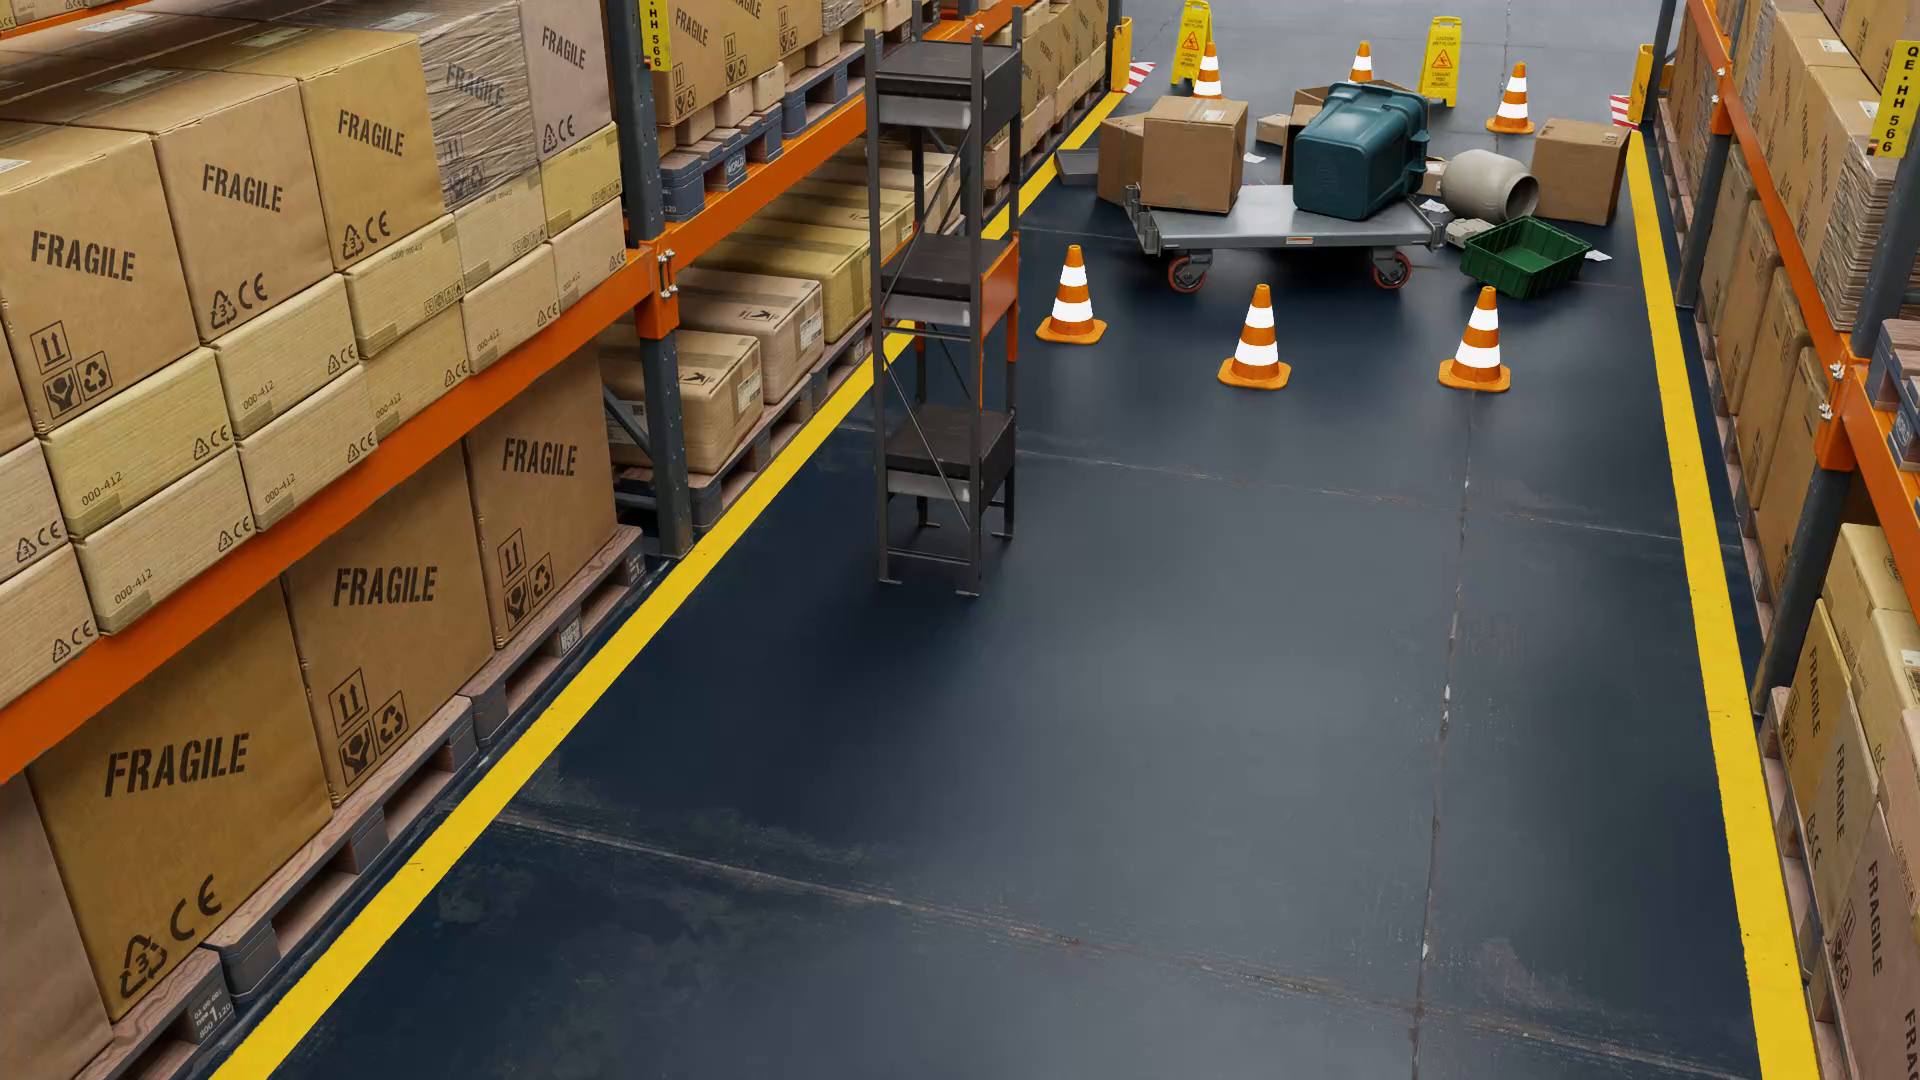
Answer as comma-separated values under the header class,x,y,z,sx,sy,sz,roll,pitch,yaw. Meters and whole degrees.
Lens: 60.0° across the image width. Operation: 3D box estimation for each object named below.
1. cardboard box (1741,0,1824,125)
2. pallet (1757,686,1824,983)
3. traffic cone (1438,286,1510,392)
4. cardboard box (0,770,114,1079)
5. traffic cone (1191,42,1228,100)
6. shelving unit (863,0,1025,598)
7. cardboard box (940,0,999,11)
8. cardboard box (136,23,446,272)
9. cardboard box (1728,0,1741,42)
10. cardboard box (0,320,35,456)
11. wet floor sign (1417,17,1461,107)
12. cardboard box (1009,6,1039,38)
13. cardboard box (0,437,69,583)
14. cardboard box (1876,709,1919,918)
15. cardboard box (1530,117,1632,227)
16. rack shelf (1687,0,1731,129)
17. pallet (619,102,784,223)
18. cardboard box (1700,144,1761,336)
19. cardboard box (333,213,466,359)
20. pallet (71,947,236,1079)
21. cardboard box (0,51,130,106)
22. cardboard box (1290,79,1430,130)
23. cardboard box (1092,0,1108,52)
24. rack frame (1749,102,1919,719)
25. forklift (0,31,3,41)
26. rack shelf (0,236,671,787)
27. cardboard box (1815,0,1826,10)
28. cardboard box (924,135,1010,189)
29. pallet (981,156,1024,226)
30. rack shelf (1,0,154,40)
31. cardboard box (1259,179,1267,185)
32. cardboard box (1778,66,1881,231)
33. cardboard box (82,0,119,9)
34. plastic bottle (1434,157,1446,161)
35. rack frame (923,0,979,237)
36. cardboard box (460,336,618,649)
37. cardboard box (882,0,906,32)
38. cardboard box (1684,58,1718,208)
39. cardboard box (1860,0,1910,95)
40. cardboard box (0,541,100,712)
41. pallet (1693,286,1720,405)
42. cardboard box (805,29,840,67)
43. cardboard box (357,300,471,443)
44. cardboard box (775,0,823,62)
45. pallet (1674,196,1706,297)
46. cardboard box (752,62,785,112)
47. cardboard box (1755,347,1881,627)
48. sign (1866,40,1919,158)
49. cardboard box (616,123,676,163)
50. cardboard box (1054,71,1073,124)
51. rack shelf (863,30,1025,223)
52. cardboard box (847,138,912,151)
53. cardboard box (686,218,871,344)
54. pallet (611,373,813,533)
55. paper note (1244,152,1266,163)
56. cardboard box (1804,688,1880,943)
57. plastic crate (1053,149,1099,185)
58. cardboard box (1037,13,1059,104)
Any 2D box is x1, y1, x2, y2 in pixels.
class,x,y,z,sx,sy,sz,roll,pitch,yaw
cardboard box,3.812,-2.126,7.382,0.500,0.500,0.500,9,30,15
pallet,2.966,0.918,4.883,1.003,0.211,1.213,8,30,15
traffic cone,2.534,-1.006,8.083,0.336,0.463,0.334,8,30,15
cardboard box,-2.633,0.981,3.654,0.875,0.875,0.875,9,30,16
traffic cone,1.891,-3.548,12.652,0.336,0.463,0.334,8,30,15
shelving unit,-0.049,-0.841,6.101,0.431,2.100,0.503,8,30,15
cardboard box,0.009,-3.173,9.626,0.380,0.149,0.250,8,30,15
cardboard box,-1.761,-1.057,4.432,0.500,0.500,0.500,9,30,15
cardboard box,4.468,-2.761,8.474,0.875,0.550,0.550,8,30,15
cardboard box,-2.212,-0.349,3.160,0.500,0.500,0.500,8,30,15
wet floor sign,3.661,-3.649,12.645,0.267,0.644,0.232,3,29,6
cardboard box,0.284,-3.299,10.553,0.380,0.149,0.250,10,31,17
cardboard box,-2.214,-0.028,3.354,0.500,0.250,0.500,9,30,16
cardboard box,2.457,0.667,3.833,0.500,0.250,0.500,9,30,15
cardboard box,3.846,-2.299,10.366,0.500,0.500,0.500,14,32,23
rack shelf,4.958,-3.138,10.045,1.077,0.370,4.000,8,30,15
pallet,-1.457,-1.586,6.712,1.213,0.211,1.003,8,30,15
cardboard box,4.275,-1.422,8.102,1.050,0.750,0.750,8,30,15
cardboard box,-1.741,-0.735,4.626,0.500,0.250,0.500,8,30,14
pallet,-2.584,1.385,4.043,1.003,0.211,1.213,8,30,15
cardboard box,-2.397,-0.905,4.160,0.500,0.500,0.500,9,30,16
cardboard box,2.688,-2.772,11.216,0.797,0.503,0.637,-12,31,-20
cardboard box,0.798,-3.941,12.374,0.500,0.500,0.500,9,30,15
rack frame,3.197,-0.664,4.857,1.000,3.000,0.127,8,30,15
forklift,-3.720,-1.155,5.811,1.130,2.935,3.031,-7,30,-12
rack shelf,-2.151,-0.079,4.547,1.077,0.370,4.000,8,30,15
cardboard box,4.082,-2.532,7.085,0.700,0.500,0.500,8,30,14
cardboard box,0.041,-2.400,10.374,0.500,0.250,0.500,7,30,13
pallet,-0.227,-2.281,10.632,1.003,0.211,1.213,8,30,15
rack shelf,-5.724,-2.645,9.159,1.077,0.370,4.000,8,30,15
cardboard box,1.901,-2.060,10.179,0.258,0.266,0.396,-12,31,-20
cardboard box,3.367,-1.419,6.112,0.500,0.500,0.500,8,30,14
cardboard box,-5.177,-3.317,9.781,0.500,0.250,0.500,8,30,15
plastic bottle,3.227,-2.511,11.200,0.133,0.061,0.283,-1,29,-3
rack frame,-0.390,-3.182,9.384,1.000,3.000,0.127,8,30,15
cardboard box,-1.847,-0.269,5.902,0.875,0.875,0.875,8,30,14
cardboard box,-0.484,-2.613,8.189,0.380,0.149,0.250,9,30,15
cardboard box,4.884,-2.479,9.875,0.875,0.875,0.875,9,30,15
cardboard box,3.634,-1.825,5.815,0.700,0.500,0.500,8,30,14
cardboard box,-2.207,0.194,3.470,0.500,0.250,0.500,8,30,14
pallet,4.217,-0.935,8.213,1.003,0.211,1.213,8,30,15
cardboard box,-0.771,-2.265,7.563,0.380,0.149,0.250,9,30,16
cardboard box,-1.763,-0.514,4.743,0.500,0.250,0.500,8,30,14
cardboard box,-0.915,-2.347,7.043,0.500,0.500,0.500,9,30,16
pallet,4.669,-1.646,9.492,1.003,0.211,1.213,8,30,15
cardboard box,-0.951,-1.893,6.894,0.380,0.149,0.250,9,30,15
cardboard box,3.462,-0.134,5.788,1.050,0.750,0.750,8,30,14
sign,2.666,-1.247,4.716,0.100,0.325,0.005,8,30,15
cardboard box,-1.291,-1.521,6.226,0.380,0.149,0.250,7,30,12
cardboard box,0.496,-3.125,11.679,0.500,0.250,0.500,7,30,13
rack shelf,-0.049,-1.440,5.768,0.431,0.518,0.480,8,30,15
cardboard box,-0.474,-2.477,10.514,0.500,0.250,0.500,10,31,17
cardboard box,-0.952,-1.315,8.300,0.950,0.372,0.625,10,30,17
pallet,-1.334,-0.467,7.373,1.003,0.211,1.213,8,30,15
paper note,2.016,-2.642,11.479,0.148,0.019,0.142,20,35,32
cardboard box,2.601,0.772,4.417,0.500,0.500,0.500,9,30,15
plastic crate,0.854,-2.519,11.195,0.402,0.080,0.583,-1,29,-3
cardboard box,0.341,-3.218,11.075,0.500,0.500,0.500,10,31,17
